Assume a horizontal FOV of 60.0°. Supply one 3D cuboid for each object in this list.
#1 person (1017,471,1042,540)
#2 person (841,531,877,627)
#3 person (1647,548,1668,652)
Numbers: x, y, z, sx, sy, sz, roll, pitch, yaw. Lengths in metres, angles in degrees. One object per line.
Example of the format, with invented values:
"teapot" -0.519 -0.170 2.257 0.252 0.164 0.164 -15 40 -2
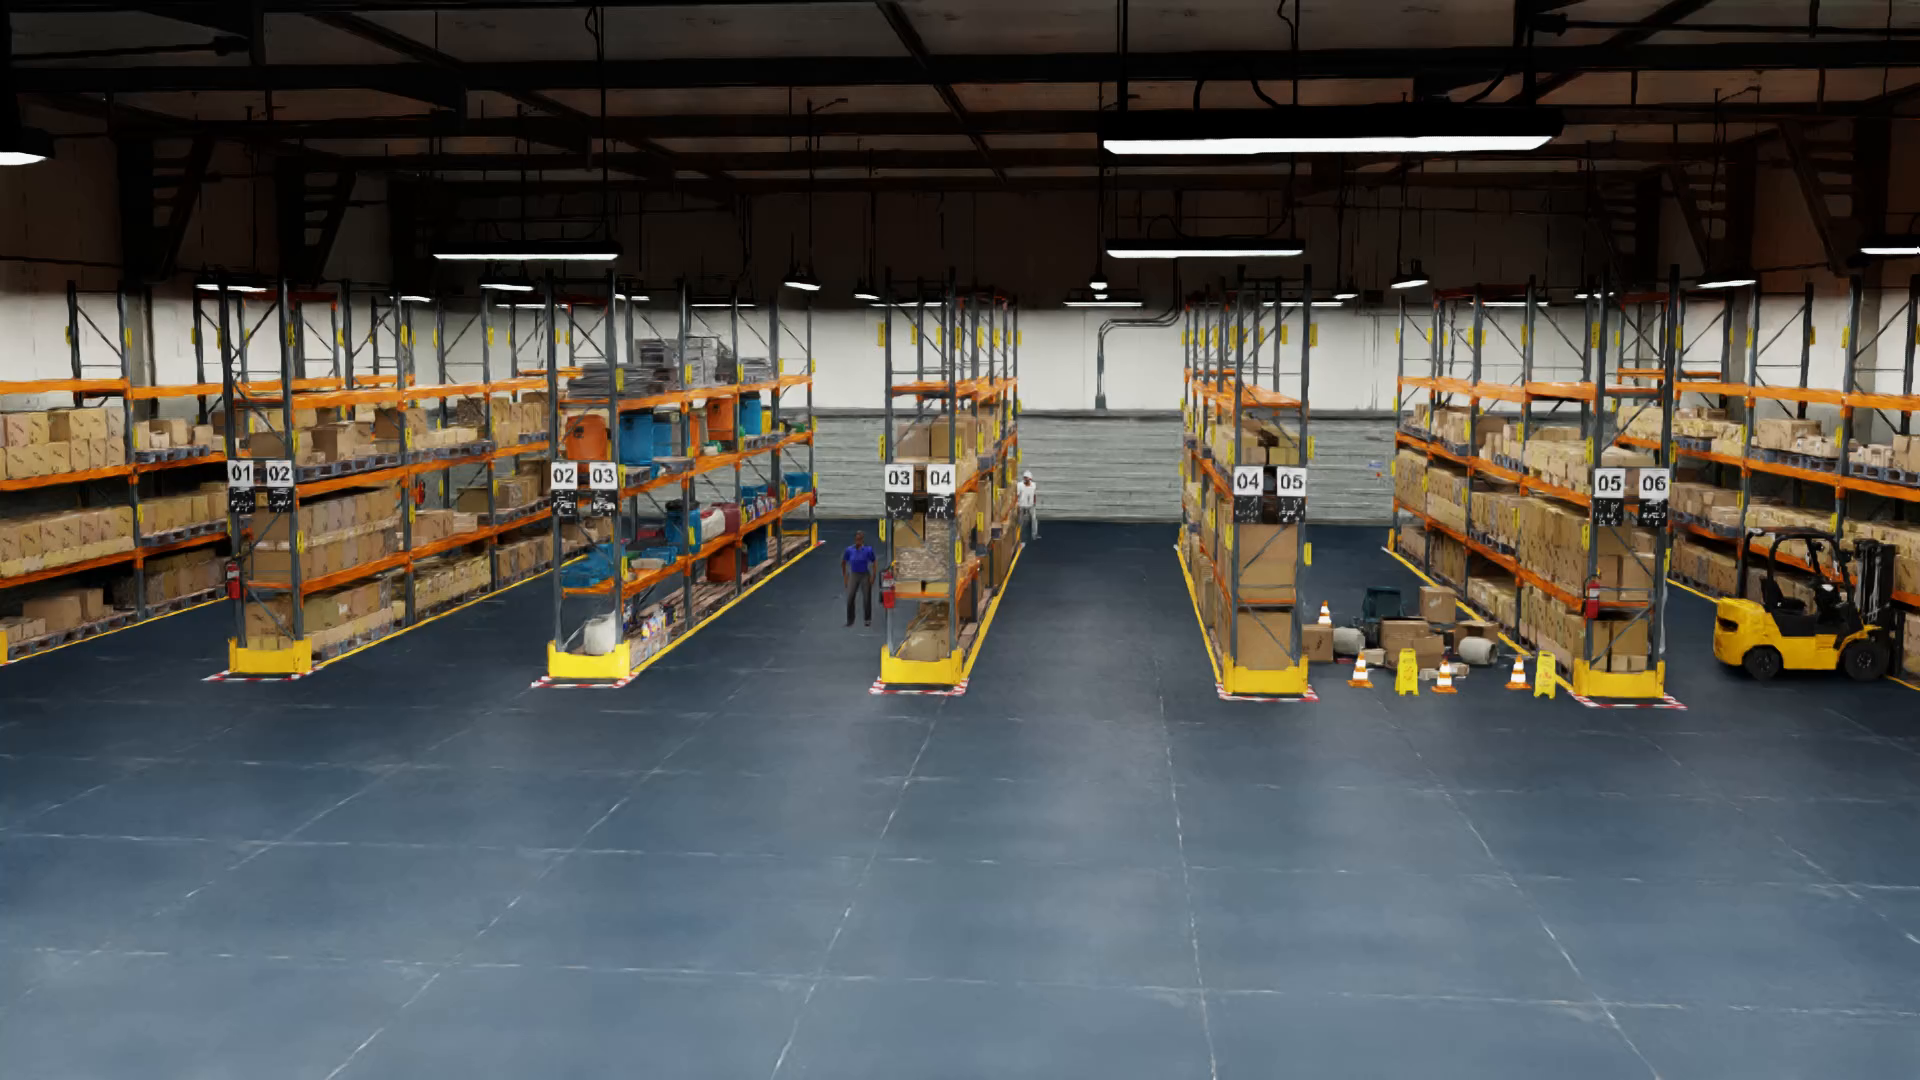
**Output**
"person" 1.661 -0.869 41.413 0.618 1.726 0.959 -2 7 -18
"person" -1.647 0.639 27.228 0.592 1.589 0.518 0 7 3
"person" 11.110 0.933 26.618 0.477 1.675 0.487 5 9 36
